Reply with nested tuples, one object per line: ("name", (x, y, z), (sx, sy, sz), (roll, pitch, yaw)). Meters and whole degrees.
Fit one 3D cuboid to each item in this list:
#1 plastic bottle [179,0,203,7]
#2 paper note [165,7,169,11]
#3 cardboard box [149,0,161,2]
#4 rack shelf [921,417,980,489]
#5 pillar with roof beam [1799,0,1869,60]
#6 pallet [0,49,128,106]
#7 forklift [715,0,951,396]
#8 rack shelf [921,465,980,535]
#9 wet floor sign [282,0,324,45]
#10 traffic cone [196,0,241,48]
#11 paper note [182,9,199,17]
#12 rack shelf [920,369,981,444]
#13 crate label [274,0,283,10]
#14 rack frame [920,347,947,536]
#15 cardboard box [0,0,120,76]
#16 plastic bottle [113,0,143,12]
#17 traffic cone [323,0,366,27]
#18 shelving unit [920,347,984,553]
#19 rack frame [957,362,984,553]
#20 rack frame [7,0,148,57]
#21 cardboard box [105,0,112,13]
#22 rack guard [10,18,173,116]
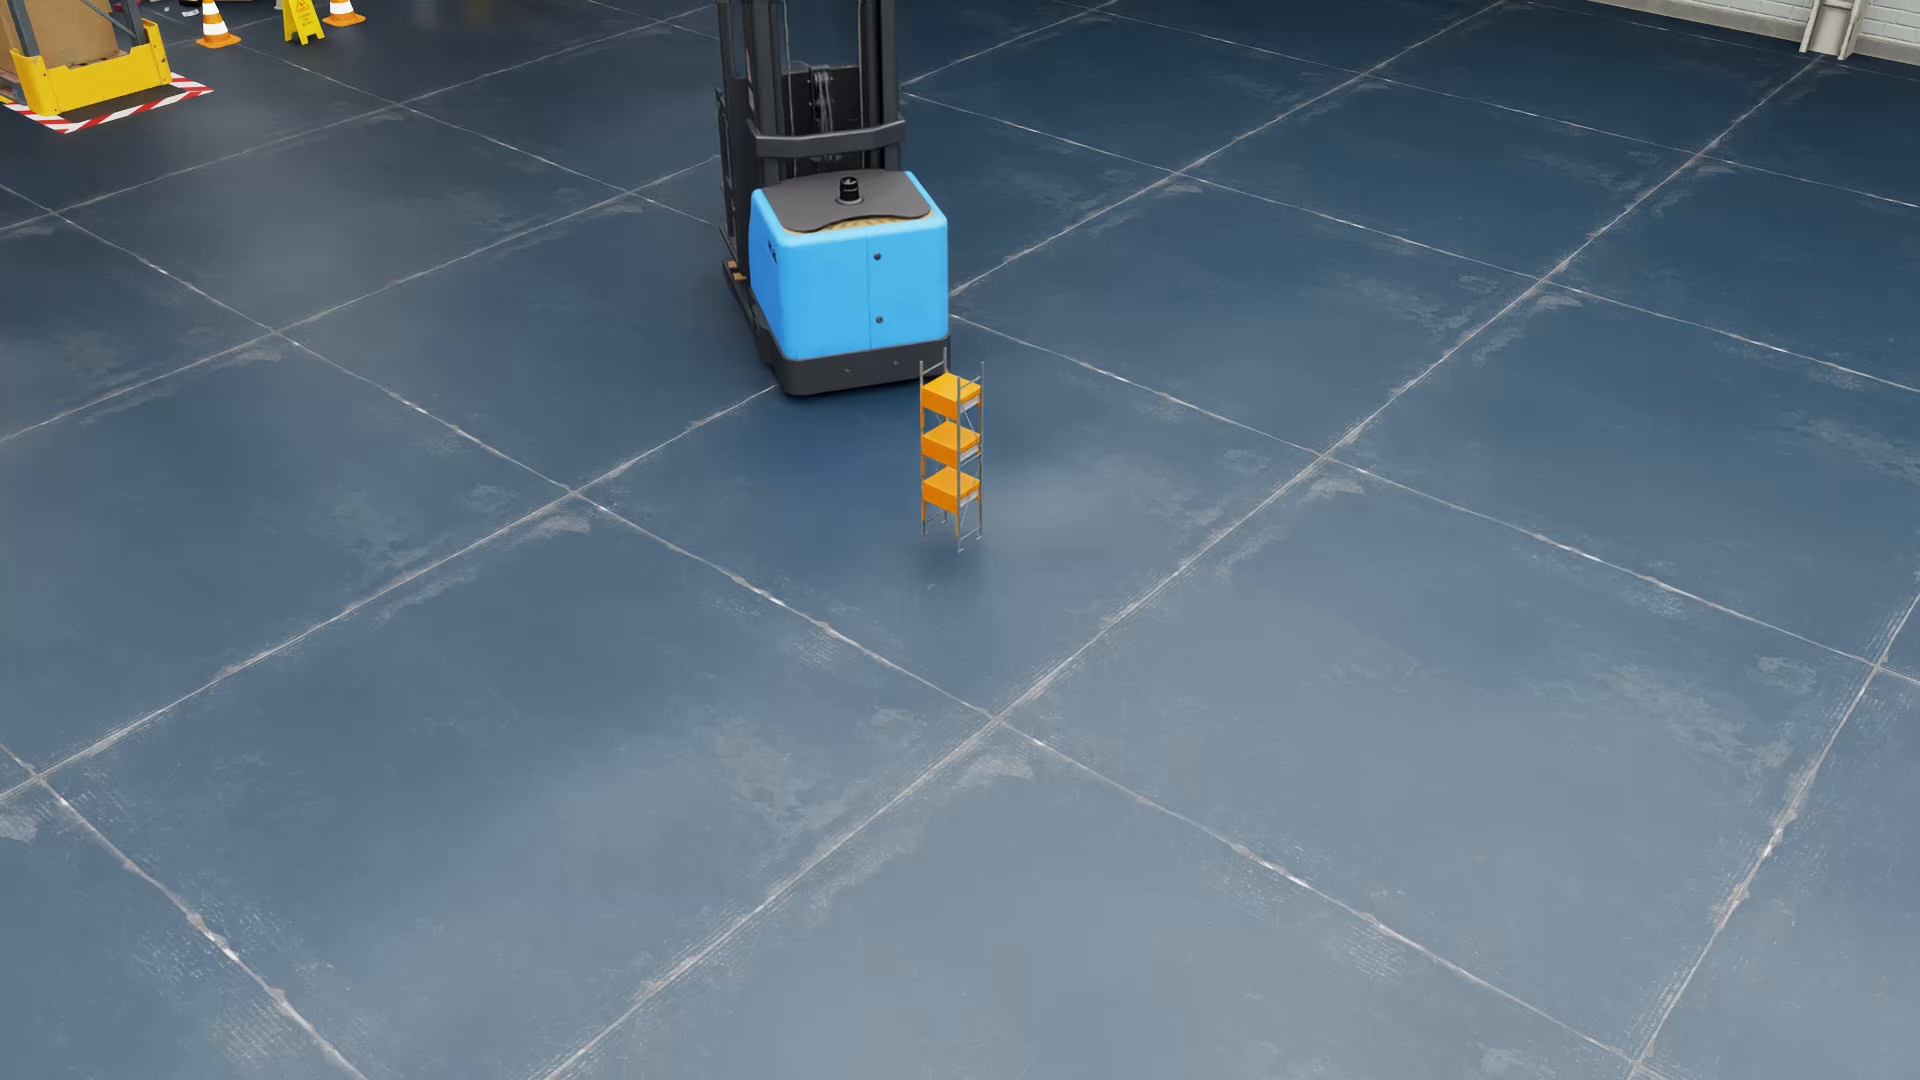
("plastic bottle", (-7.704, -5.386, 16.621), (0.283, 0.061, 0.133), (12, 36, 16))
("paper note", (-7.864, -5.262, 16.486), (0.032, 0.001, 0.123), (-12, 36, -17))
("cardboard box", (-8.061, -5.624, 16.786), (0.396, 0.266, 0.258), (-26, 42, -32))
("rack shelf", (-0.041, -0.443, 8.569), (0.240, 0.259, 0.215), (25, 42, 32))
("pillar with roof beam", (5.286, -6.372, 10.162), (0.400, 9.000, 9.100), (25, 42, 32))
("pallet", (-8.150, -4.229, 14.804), (1.213, 0.211, 1.003), (25, 42, 32))
("forklift", (-0.987, -2.905, 10.473), (1.130, 2.935, 3.031), (-10, 36, -14))
("rack shelf", (-0.041, -0.214, 8.727), (0.240, 0.259, 0.215), (25, 42, 32))
("wet floor sign", (-6.197, -5.004, 15.548), (0.232, 0.644, 0.267), (18, 38, 24))
("traffic cone", (-6.985, -4.888, 15.540), (0.334, 0.463, 0.336), (25, 42, 32))
("paper note", (-7.573, -5.190, 16.364), (0.144, 0.017, 0.142), (-18, 38, -25))
("rack shelf", (-0.041, -0.677, 8.409), (0.240, 0.259, 0.215), (25, 42, 32))
("crate label", (-6.645, -5.380, 16.545), (0.298, 0.136, 0.250), (6, 35, 8))
("rack frame", (-0.135, -0.496, 8.628), (0.008, 1.050, 0.200), (25, 42, 32))
("cardboard box", (-8.049, -4.637, 14.441), (0.875, 0.875, 0.875), (26, 42, 32))
("plastic bottle", (-8.266, -5.328, 16.536), (0.133, 0.061, 0.283), (12, 36, 16))
("traffic cone", (-6.001, -5.256, 16.077), (0.334, 0.463, 0.336), (25, 42, 32))
("shelving unit", (-0.041, -0.452, 8.563), (0.252, 1.050, 0.215), (25, 42, 32))
("rack frame", (0.053, -0.408, 8.499), (0.008, 1.050, 0.200), (25, 42, 32))
("rack frame", (-7.486, -5.123, 13.643), (0.127, 3.000, 1.000), (25, 42, 32))
("cardboard box", (-8.710, -5.427, 16.291), (0.500, 0.500, 0.500), (-26, 42, -32))
("rack guard", (-7.467, -4.084, 14.337), (0.348, 0.500, 1.175), (25, 42, 32))
